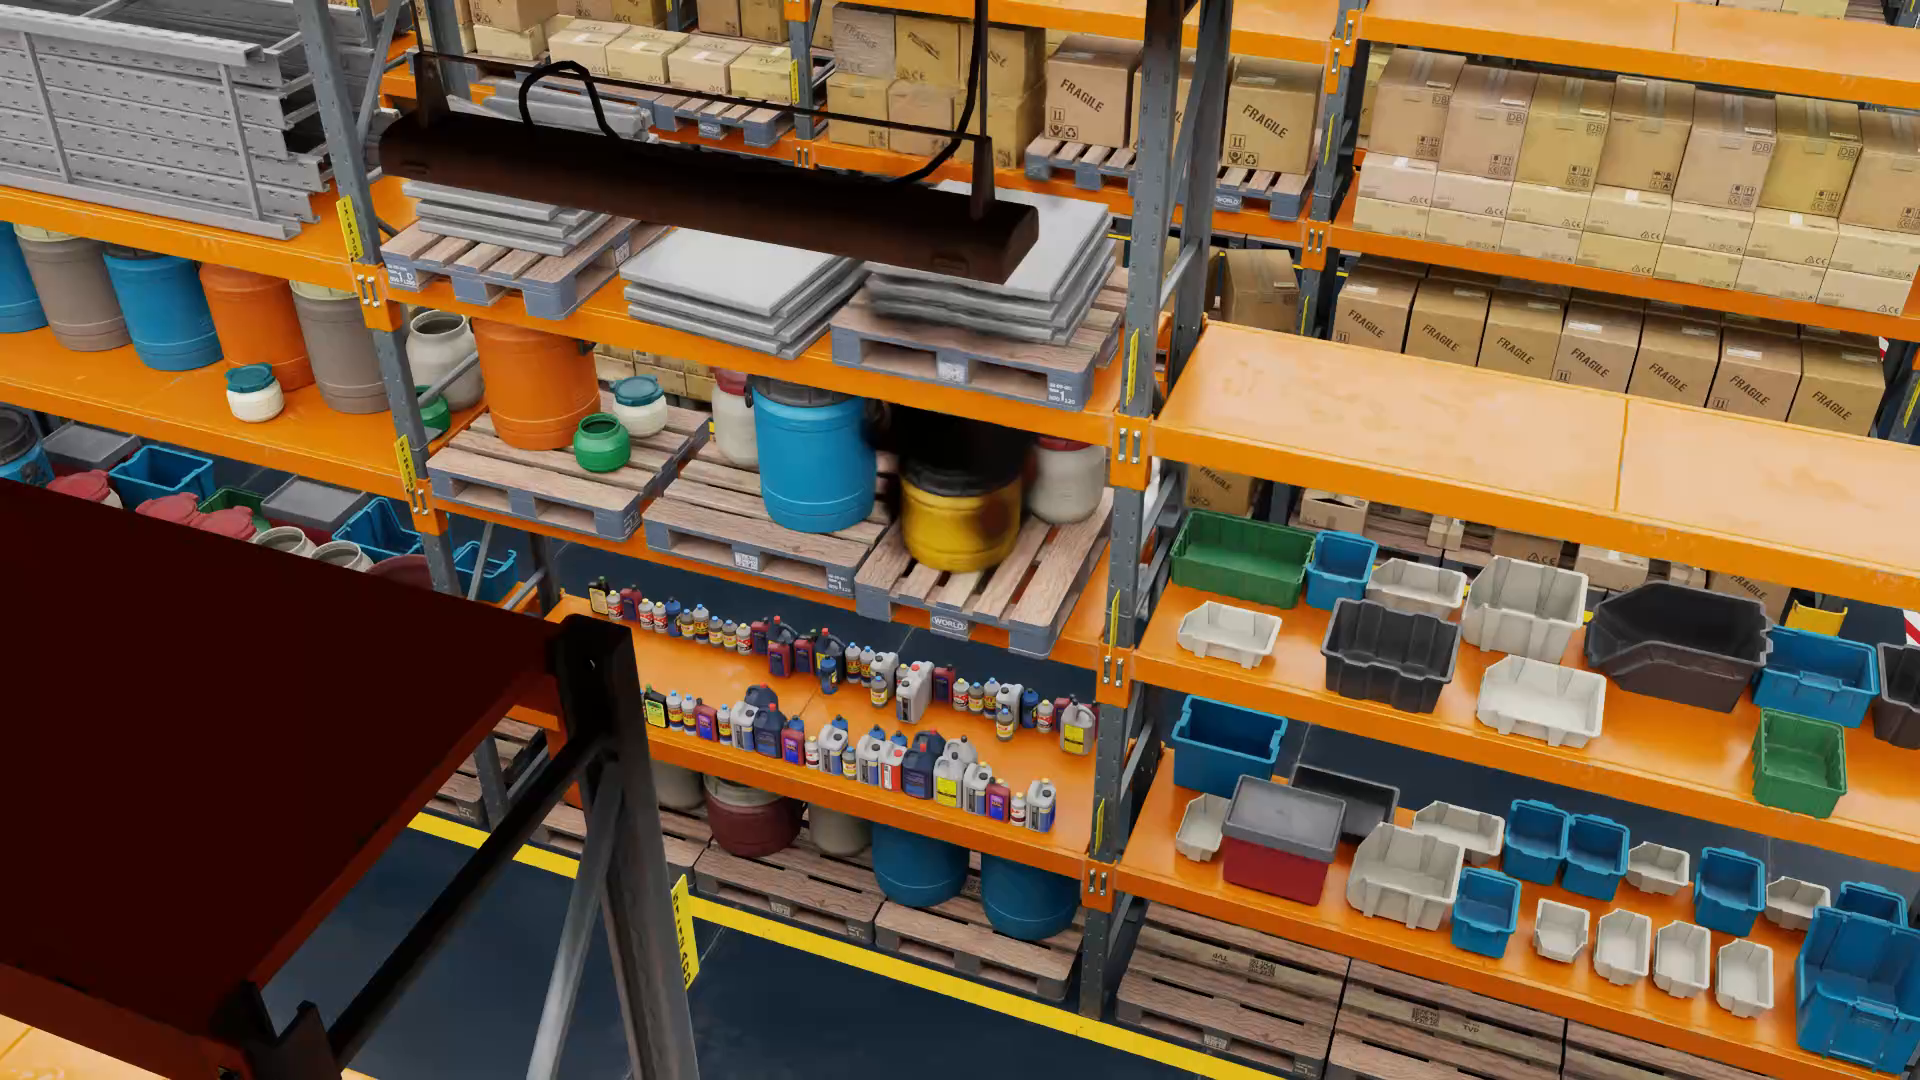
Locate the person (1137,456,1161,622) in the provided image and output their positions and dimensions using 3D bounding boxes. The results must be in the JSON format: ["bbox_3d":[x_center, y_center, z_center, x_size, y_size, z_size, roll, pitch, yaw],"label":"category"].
[{"bbox_3d":[1.266,0.110,11.706,1.044,1.764,0.664,7,37,9],"label":"person"}]

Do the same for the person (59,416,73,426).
[{"bbox_3d":[-7.654,-1.398,13.812,0.777,1.767,0.716,5,37,7],"label":"person"}]
